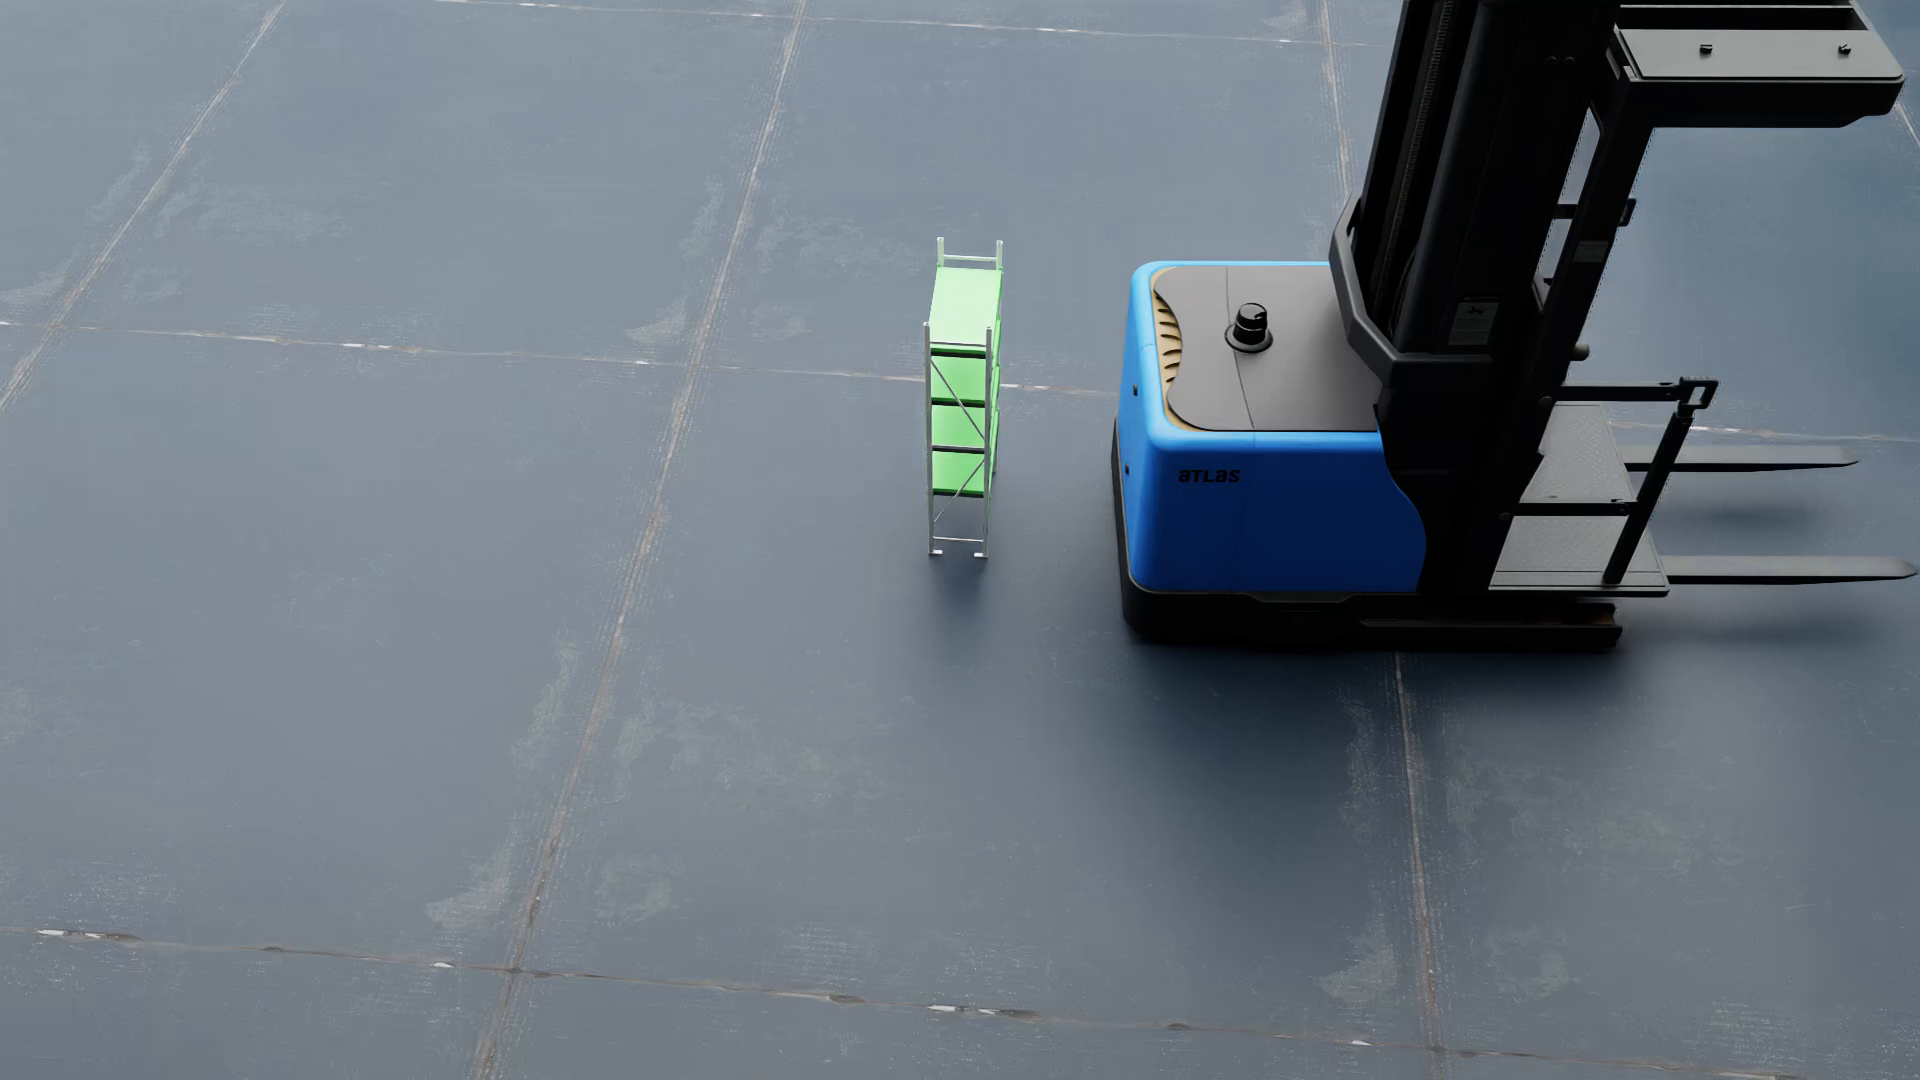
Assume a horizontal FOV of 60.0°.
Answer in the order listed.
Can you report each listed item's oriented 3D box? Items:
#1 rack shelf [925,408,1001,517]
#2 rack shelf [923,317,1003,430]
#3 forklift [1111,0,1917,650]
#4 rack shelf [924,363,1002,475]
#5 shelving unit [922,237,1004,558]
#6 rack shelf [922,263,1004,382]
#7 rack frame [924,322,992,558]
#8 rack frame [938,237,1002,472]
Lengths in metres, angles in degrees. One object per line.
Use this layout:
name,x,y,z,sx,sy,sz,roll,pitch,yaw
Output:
rack shelf,0.015,-0.321,6.669,0.258,0.148,0.480,4,48,4
rack shelf,0.015,-0.645,6.314,0.258,0.148,0.480,4,48,4
forklift,2.147,-0.962,5.670,3.031,2.935,1.130,0,48,0
rack shelf,0.015,-0.483,6.492,0.258,0.148,0.480,4,48,4
shelving unit,0.015,-0.527,6.444,0.258,1.200,0.503,4,48,4
rack shelf,0.015,-0.807,6.137,0.258,0.148,0.480,4,48,4
rack frame,-0.007,-0.347,6.280,0.240,1.200,0.015,4,48,4
rack frame,0.037,-0.706,6.608,0.240,1.200,0.015,4,48,4
